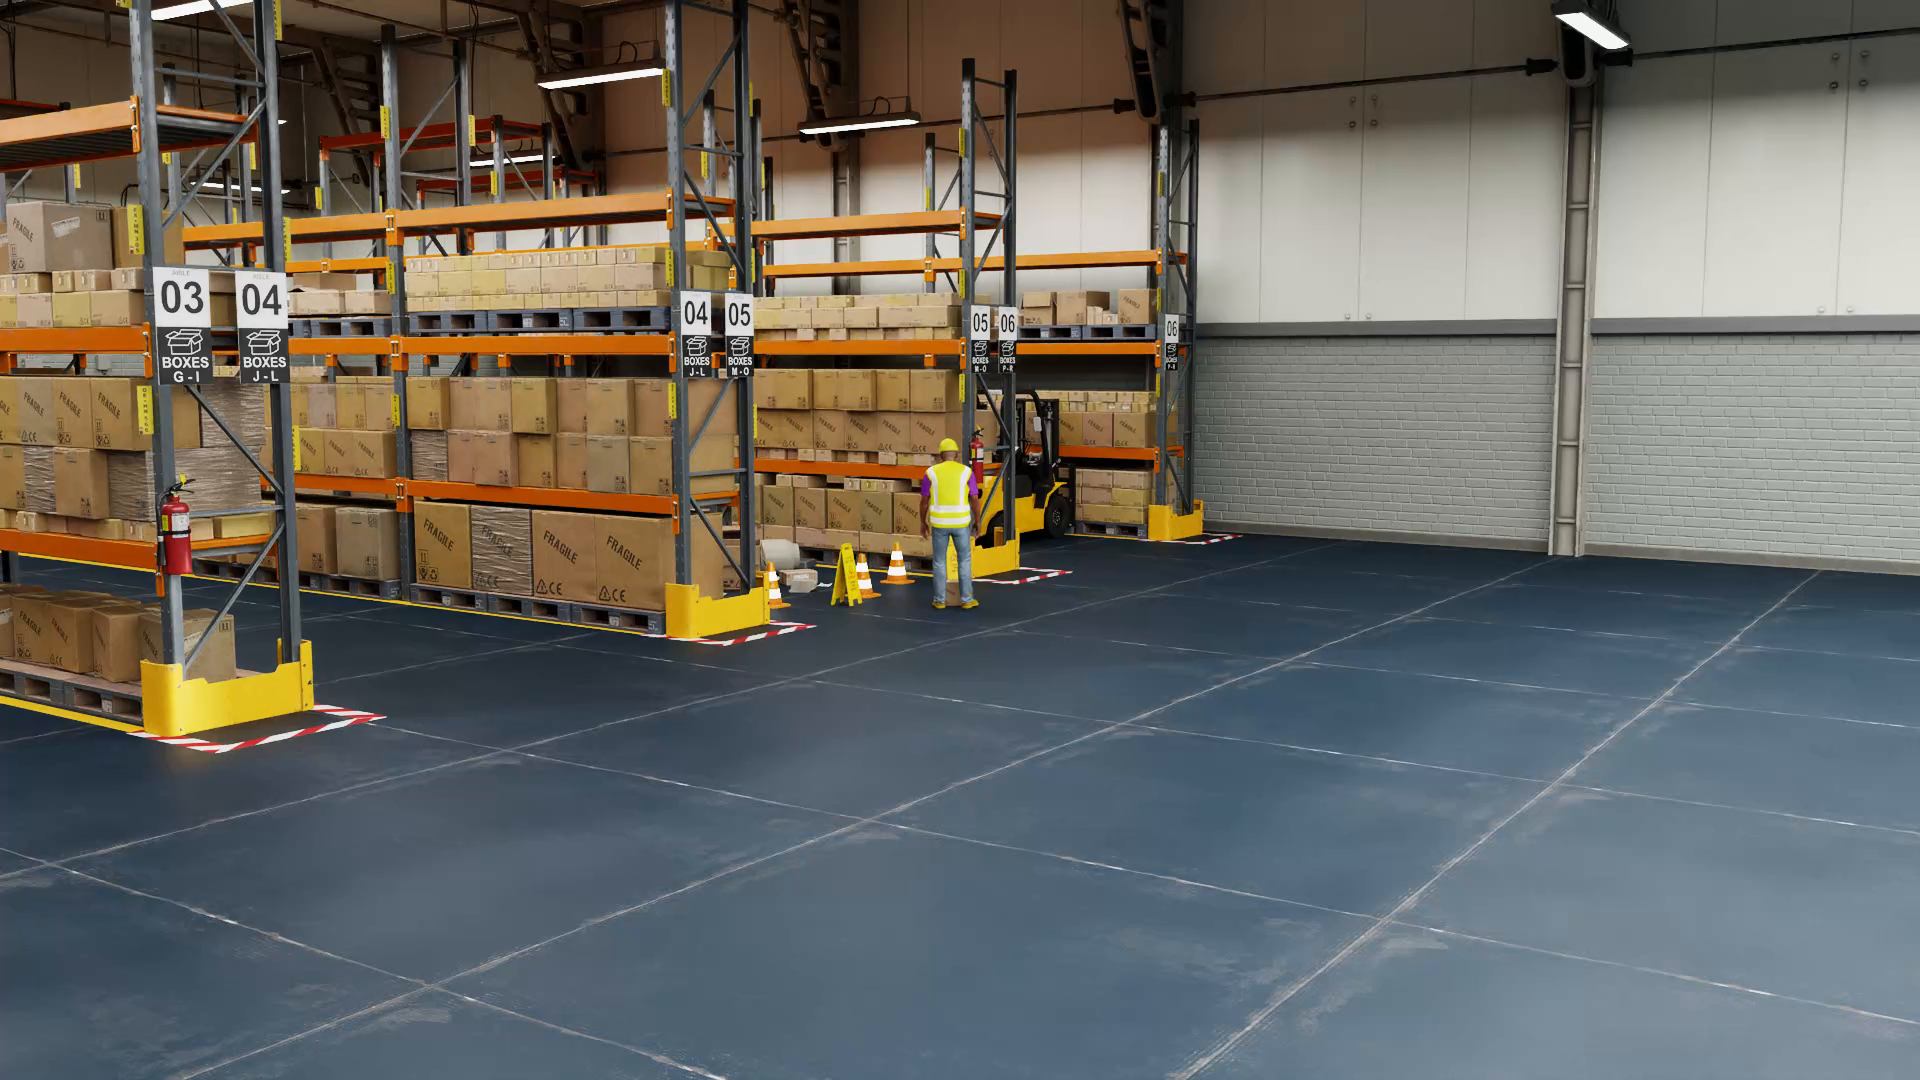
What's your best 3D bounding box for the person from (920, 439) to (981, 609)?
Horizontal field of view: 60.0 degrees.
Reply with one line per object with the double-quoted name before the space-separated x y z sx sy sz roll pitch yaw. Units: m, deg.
"person" -0.097 -0.172 17.271 0.635 1.760 0.462 0 6 3
